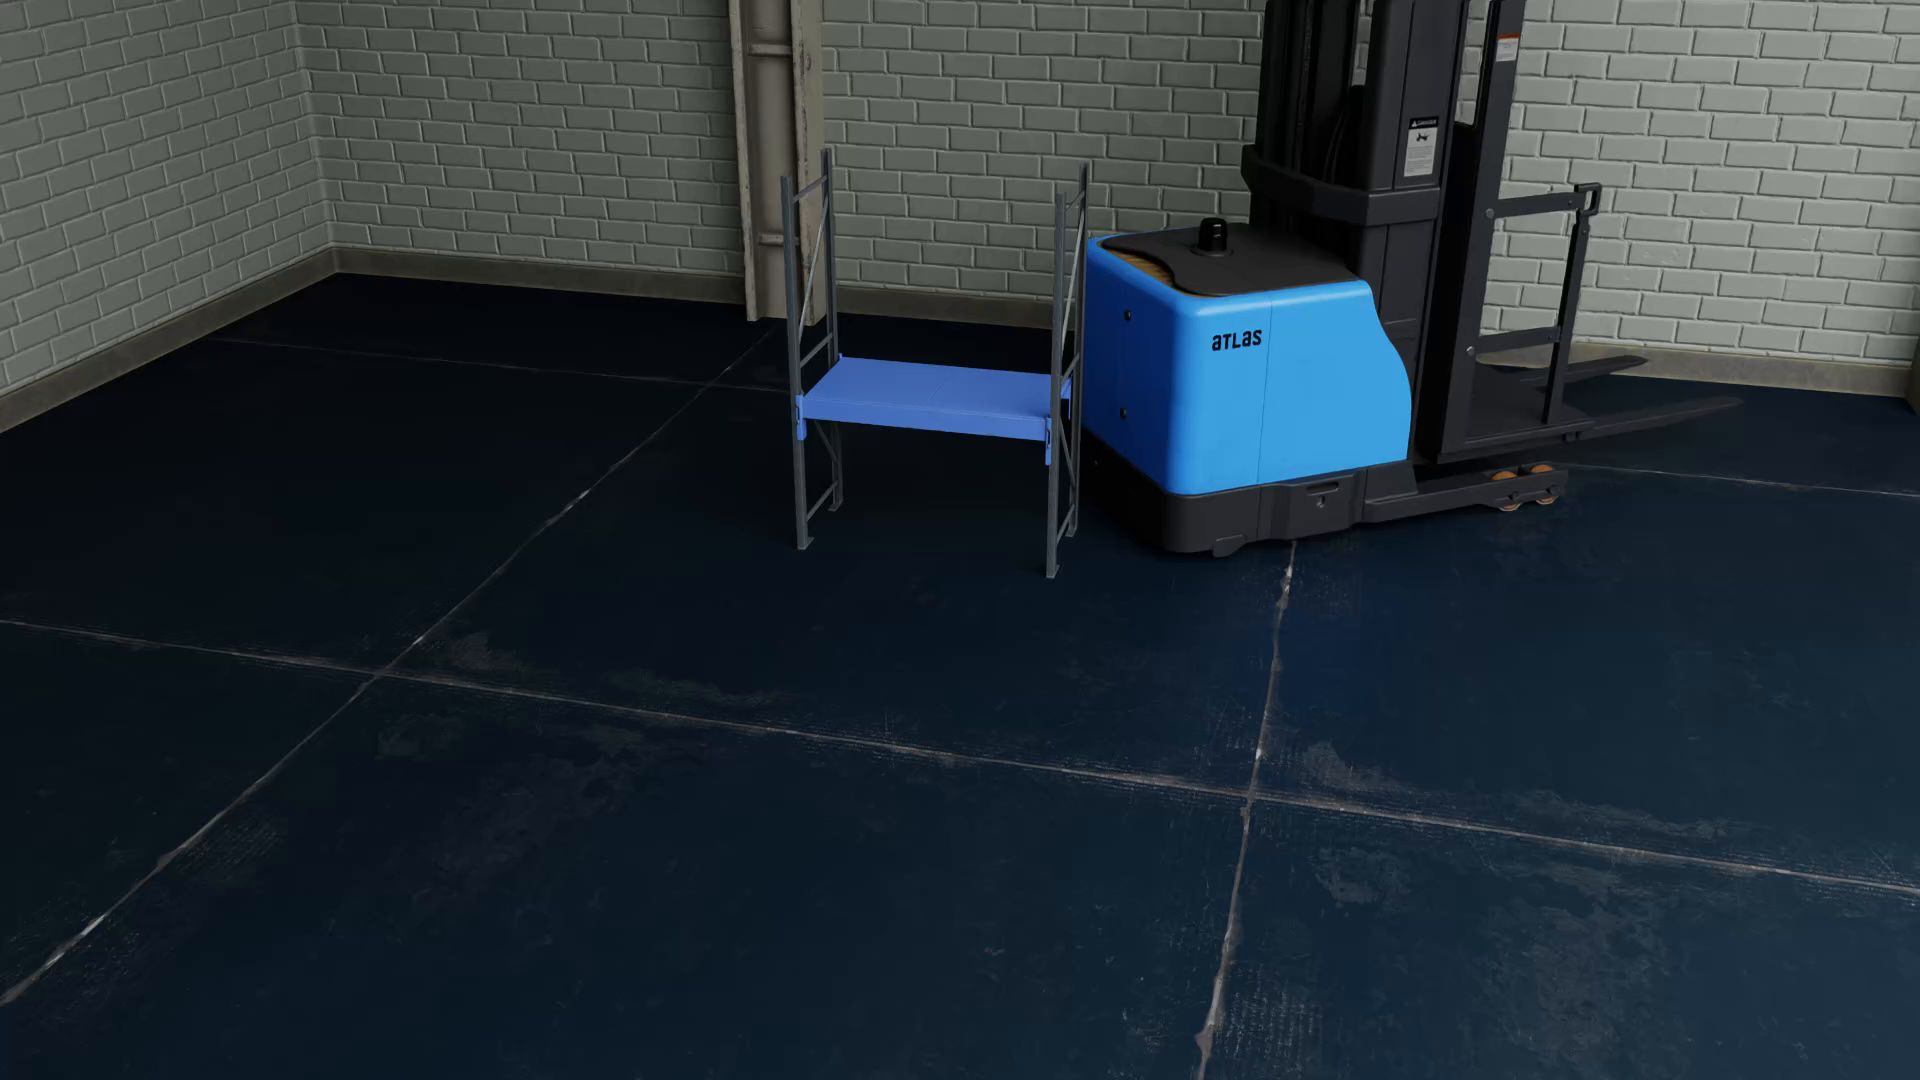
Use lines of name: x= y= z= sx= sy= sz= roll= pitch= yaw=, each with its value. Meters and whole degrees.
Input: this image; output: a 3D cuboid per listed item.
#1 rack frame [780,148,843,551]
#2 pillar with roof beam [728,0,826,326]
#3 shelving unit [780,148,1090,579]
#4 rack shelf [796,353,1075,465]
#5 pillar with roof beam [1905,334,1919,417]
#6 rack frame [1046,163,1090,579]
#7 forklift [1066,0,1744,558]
rack frame: x=-0.575 y=-0.741 z=6.561 sx=0.032 sy=1.500 sz=0.500 roll=6 pitch=26 yaw=13
pillar with roof beam: x=-2.043 y=-3.547 z=3.732 sx=0.400 sy=9.000 sz=9.100 roll=6 pitch=26 yaw=13
shelving unit: x=-0.083 y=-0.686 z=6.447 sx=1.048 sy=1.500 sz=0.538 roll=6 pitch=26 yaw=13
rack shelf: x=-0.083 y=-0.524 z=6.524 sx=1.000 sy=0.185 sz=0.538 roll=6 pitch=26 yaw=13
pillar with roof beam: x=3.768 y=-2.905 z=2.382 sx=0.400 sy=9.000 sz=9.100 roll=6 pitch=26 yaw=13
rack frame: x=0.410 y=-0.632 z=6.332 sx=0.032 sy=1.500 sz=0.500 roll=6 pitch=26 yaw=13
forklift: x=2.033 y=-1.643 z=6.791 sx=3.031 sy=2.935 sz=1.130 roll=-10 pitch=27 yaw=-20
